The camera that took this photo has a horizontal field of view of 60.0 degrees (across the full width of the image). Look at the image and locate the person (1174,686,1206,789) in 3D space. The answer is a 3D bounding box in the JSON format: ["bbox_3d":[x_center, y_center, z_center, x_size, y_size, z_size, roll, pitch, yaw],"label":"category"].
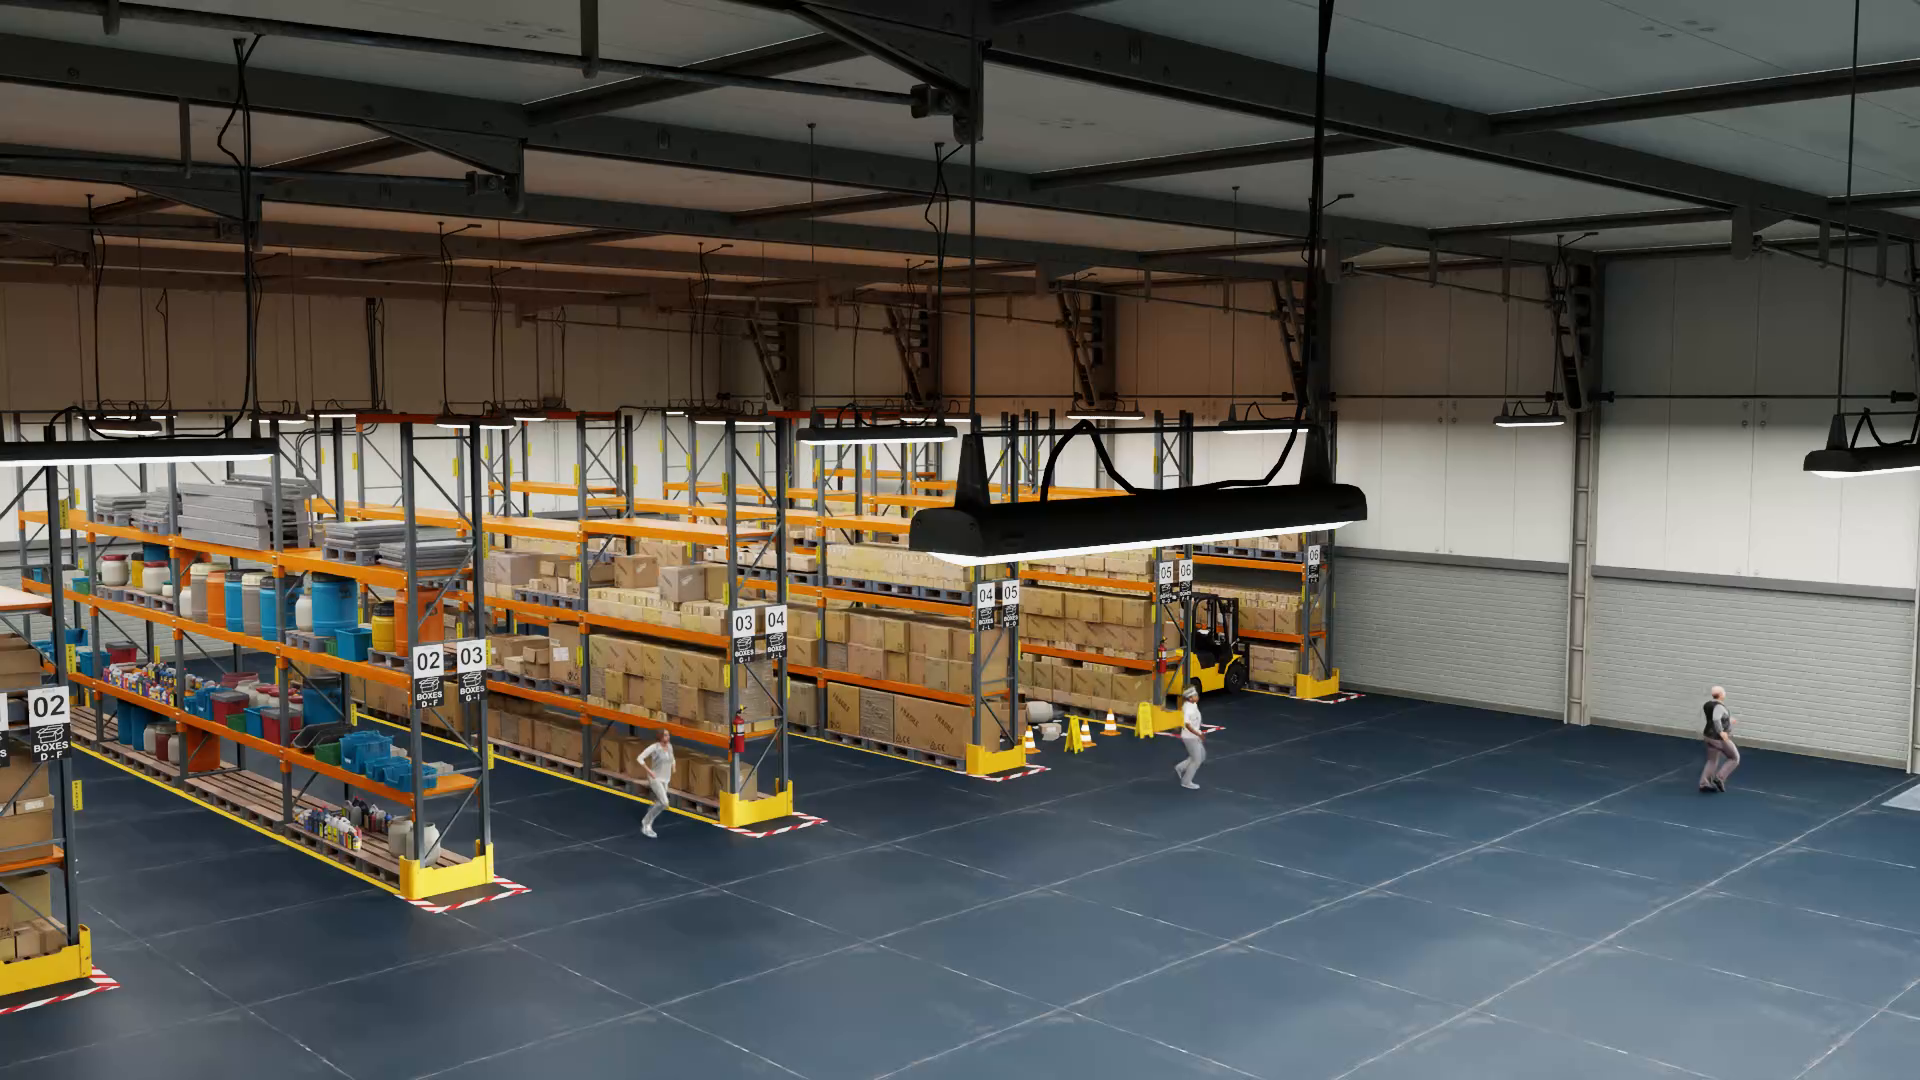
[{"bbox_3d":[3.737,3.179,26.861,0.488,1.668,0.581,1,5,6],"label":"person"}]

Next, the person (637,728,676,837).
[{"bbox_3d":[-4.307,3.477,23.895,0.574,1.575,0.538,3,6,31],"label":"person"}]

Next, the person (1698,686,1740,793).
[{"bbox_3d":[12.096,3.174,26.466,0.642,1.699,0.644,-1,5,-10],"label":"person"}]
